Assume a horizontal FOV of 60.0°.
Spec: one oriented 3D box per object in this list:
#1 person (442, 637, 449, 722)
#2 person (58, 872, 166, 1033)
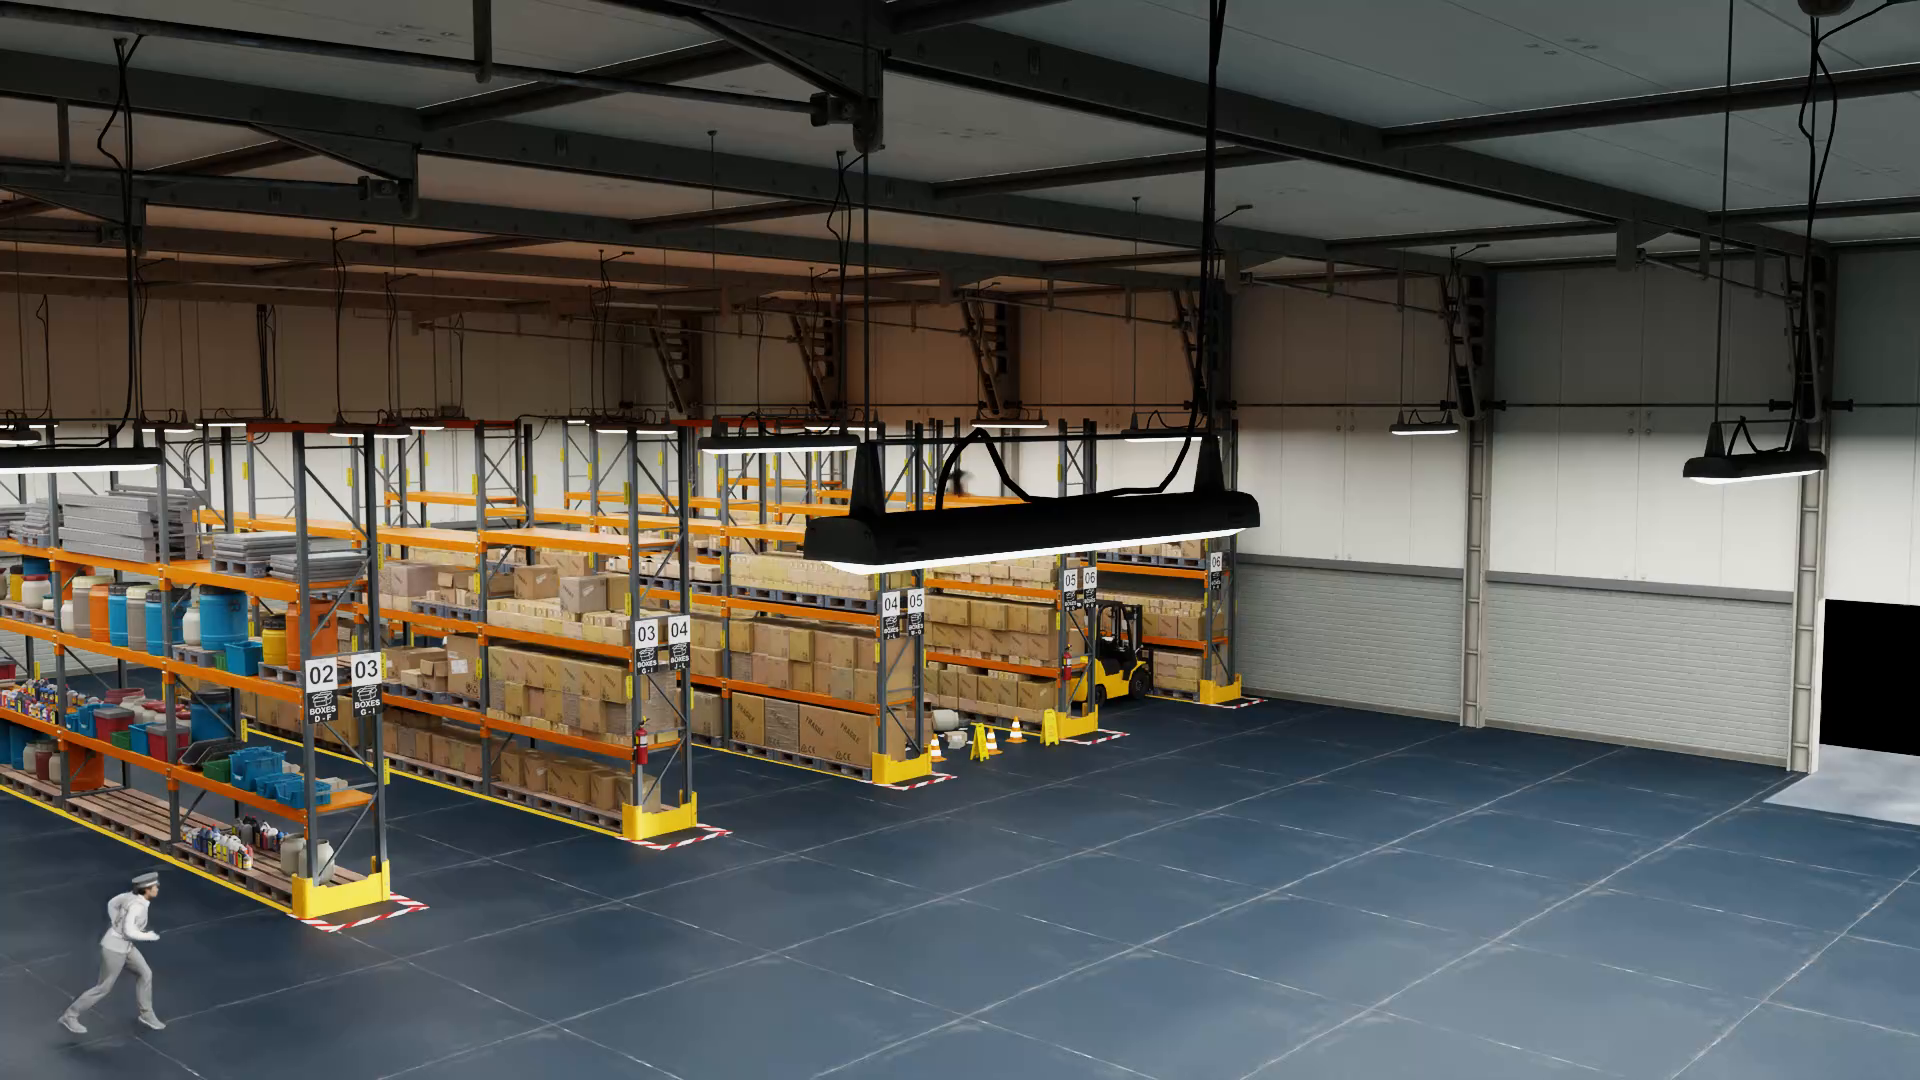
[{"bbox_3d":[-10.346,2.768,33.267,0.680,1.711,0.660,2,5,25],"label":"person"},{"bbox_3d":[-8.534,4.194,16.704,0.962,1.630,0.649,-2,5,-27],"label":"person"}]
